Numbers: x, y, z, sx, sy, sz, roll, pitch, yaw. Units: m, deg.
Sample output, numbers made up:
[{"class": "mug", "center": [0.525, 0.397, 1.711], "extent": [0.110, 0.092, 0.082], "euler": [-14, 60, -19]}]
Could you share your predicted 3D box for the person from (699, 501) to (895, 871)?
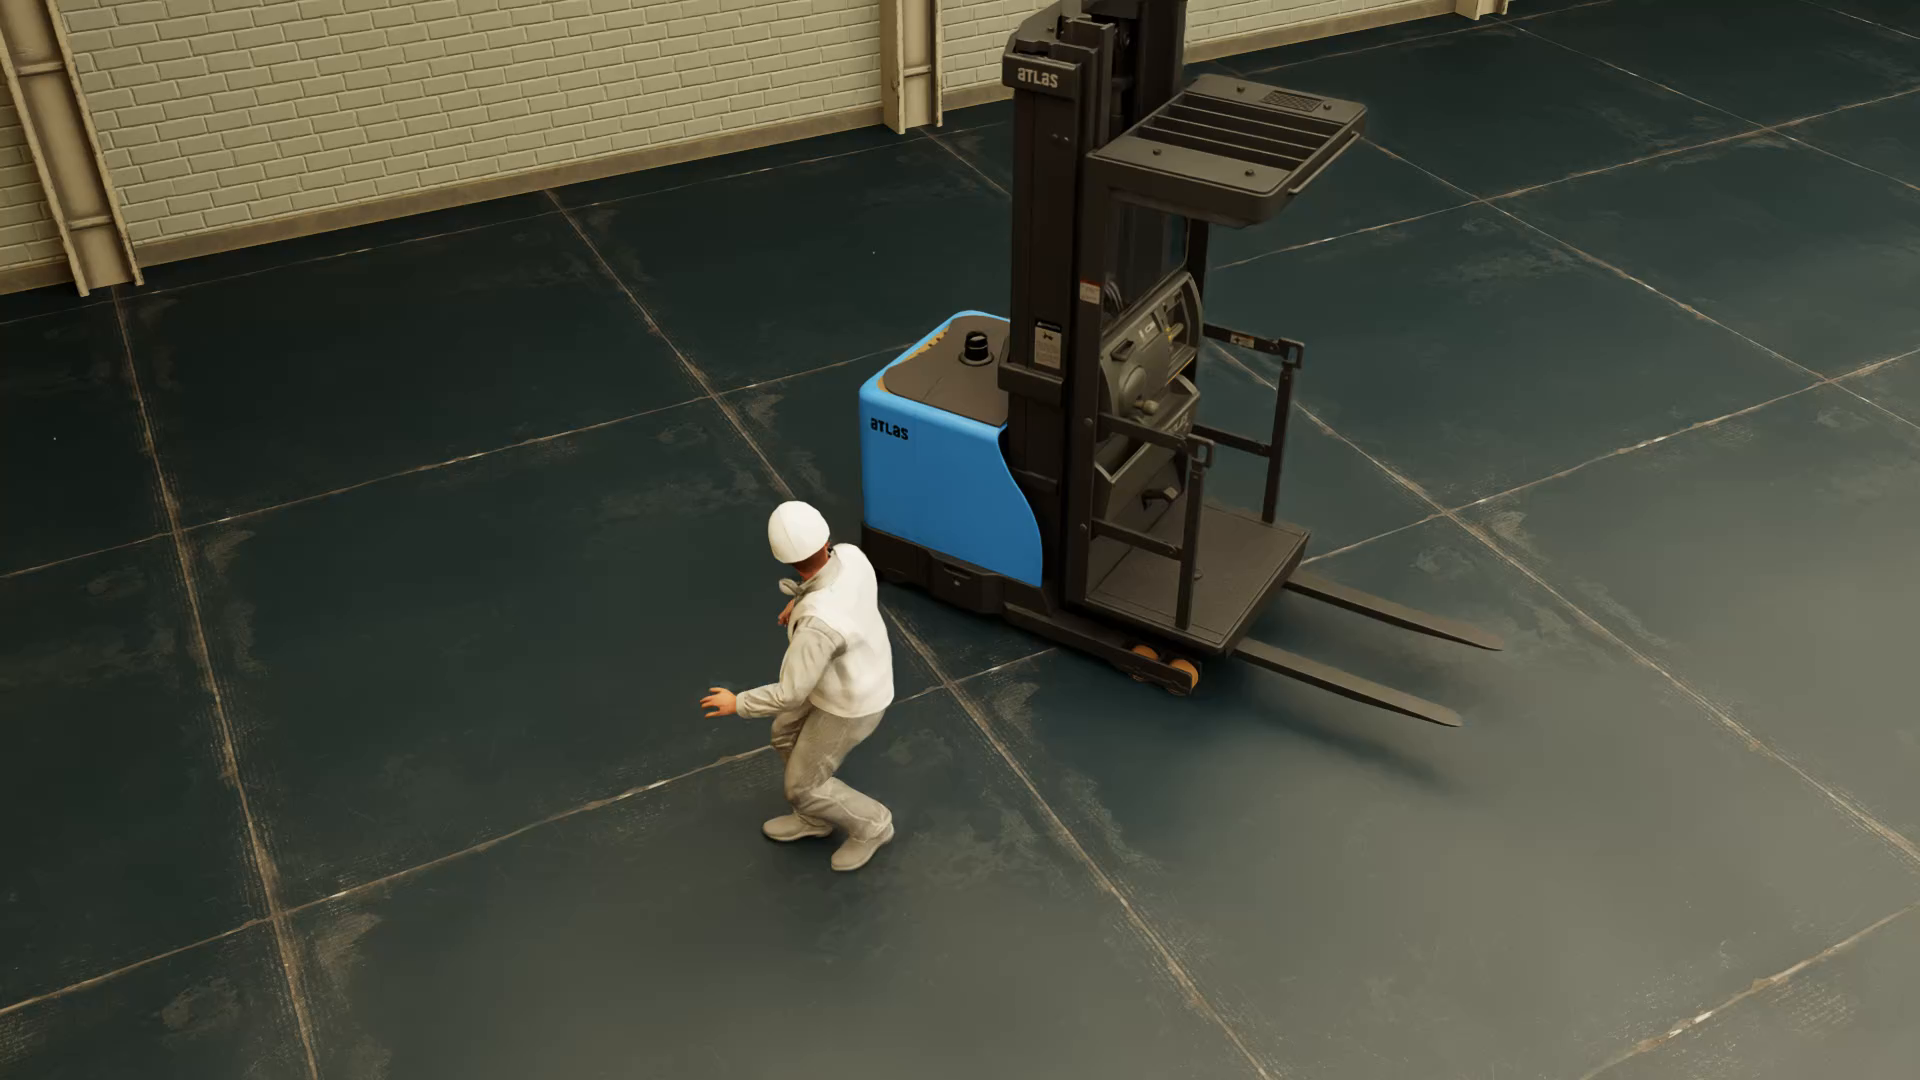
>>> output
[{"class": "person", "center": [-0.622, 0.551, 6.434], "extent": [0.733, 1.669, 0.798], "euler": [-2, 35, -2]}]

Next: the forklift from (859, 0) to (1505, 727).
[{"class": "forklift", "center": [1.031, -0.833, 7.302], "extent": [3.031, 2.935, 1.130], "euler": [19, 40, 25]}]
